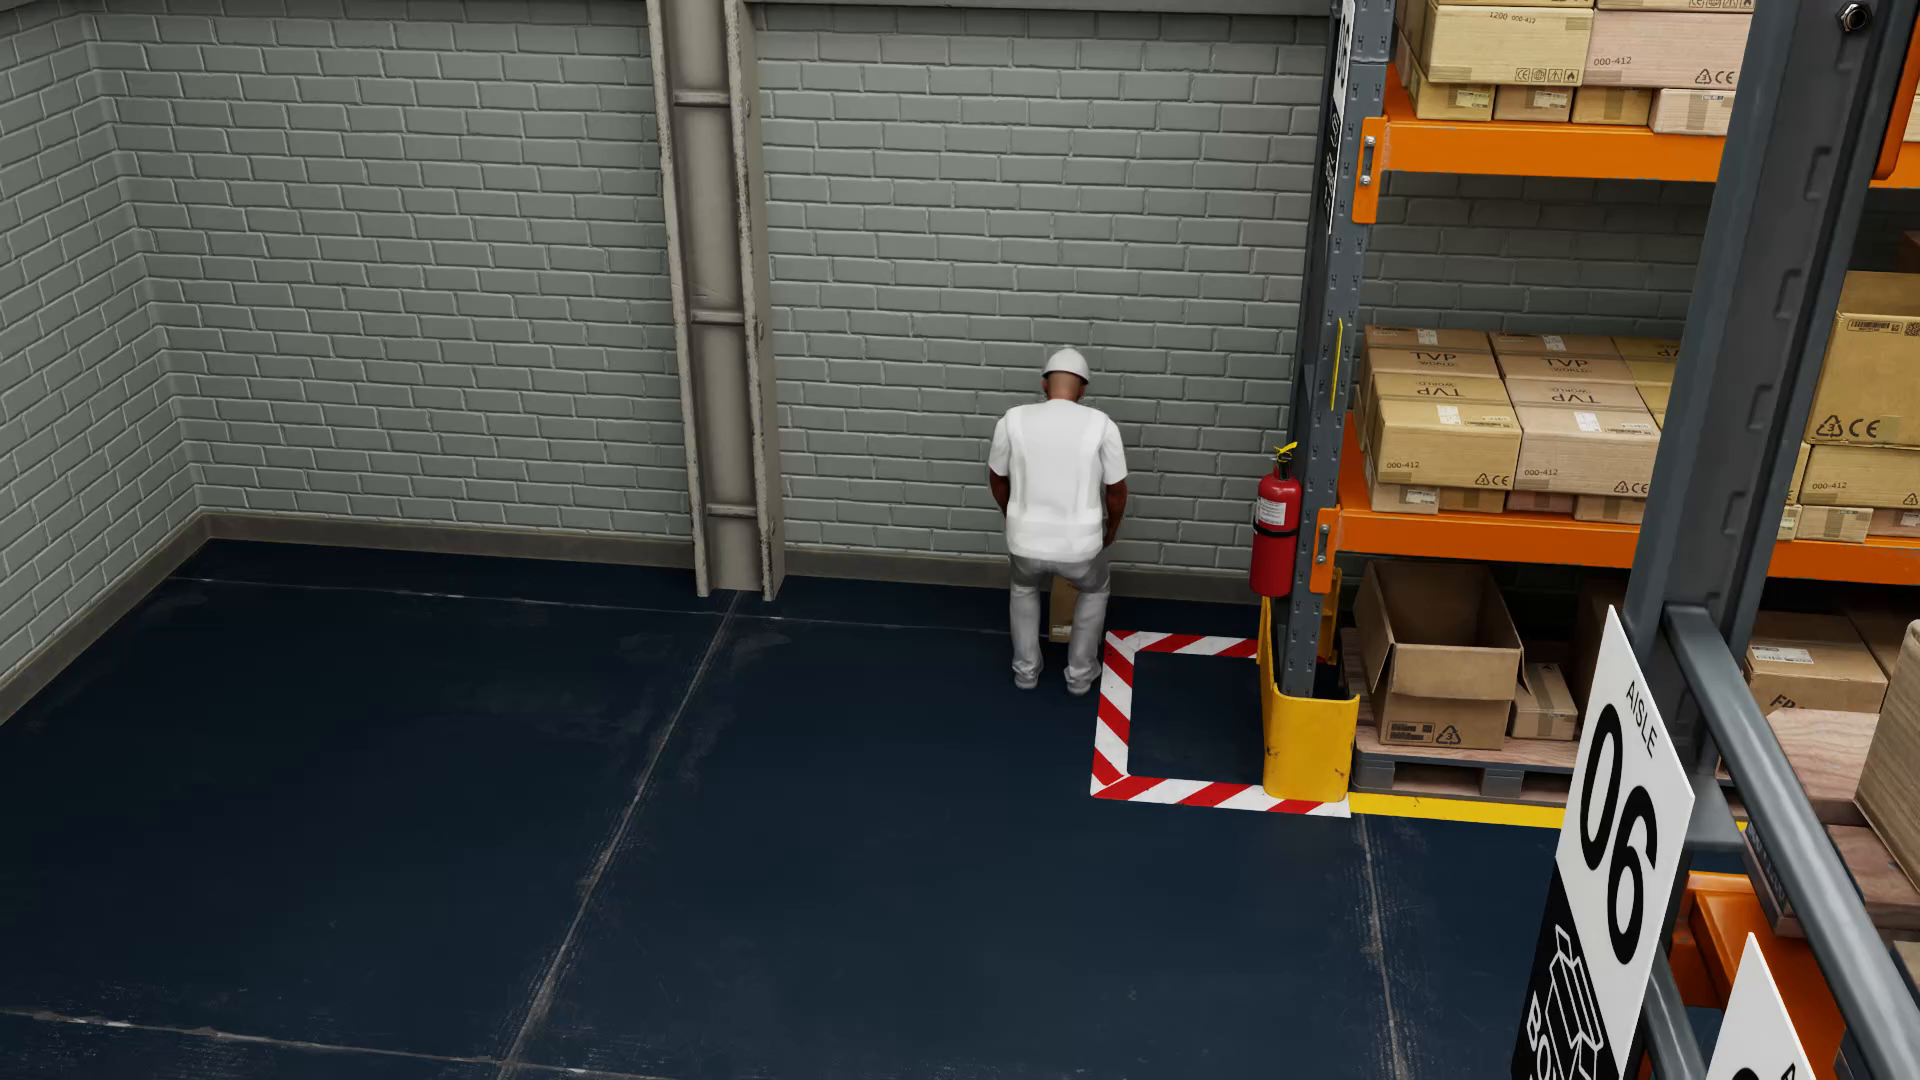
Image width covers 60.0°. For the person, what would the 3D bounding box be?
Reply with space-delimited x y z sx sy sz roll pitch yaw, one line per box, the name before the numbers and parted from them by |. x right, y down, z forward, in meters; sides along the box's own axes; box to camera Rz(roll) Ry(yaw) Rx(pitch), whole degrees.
person | 0.418 -0.071 7.435 0.624 1.448 0.610 7 29 13
